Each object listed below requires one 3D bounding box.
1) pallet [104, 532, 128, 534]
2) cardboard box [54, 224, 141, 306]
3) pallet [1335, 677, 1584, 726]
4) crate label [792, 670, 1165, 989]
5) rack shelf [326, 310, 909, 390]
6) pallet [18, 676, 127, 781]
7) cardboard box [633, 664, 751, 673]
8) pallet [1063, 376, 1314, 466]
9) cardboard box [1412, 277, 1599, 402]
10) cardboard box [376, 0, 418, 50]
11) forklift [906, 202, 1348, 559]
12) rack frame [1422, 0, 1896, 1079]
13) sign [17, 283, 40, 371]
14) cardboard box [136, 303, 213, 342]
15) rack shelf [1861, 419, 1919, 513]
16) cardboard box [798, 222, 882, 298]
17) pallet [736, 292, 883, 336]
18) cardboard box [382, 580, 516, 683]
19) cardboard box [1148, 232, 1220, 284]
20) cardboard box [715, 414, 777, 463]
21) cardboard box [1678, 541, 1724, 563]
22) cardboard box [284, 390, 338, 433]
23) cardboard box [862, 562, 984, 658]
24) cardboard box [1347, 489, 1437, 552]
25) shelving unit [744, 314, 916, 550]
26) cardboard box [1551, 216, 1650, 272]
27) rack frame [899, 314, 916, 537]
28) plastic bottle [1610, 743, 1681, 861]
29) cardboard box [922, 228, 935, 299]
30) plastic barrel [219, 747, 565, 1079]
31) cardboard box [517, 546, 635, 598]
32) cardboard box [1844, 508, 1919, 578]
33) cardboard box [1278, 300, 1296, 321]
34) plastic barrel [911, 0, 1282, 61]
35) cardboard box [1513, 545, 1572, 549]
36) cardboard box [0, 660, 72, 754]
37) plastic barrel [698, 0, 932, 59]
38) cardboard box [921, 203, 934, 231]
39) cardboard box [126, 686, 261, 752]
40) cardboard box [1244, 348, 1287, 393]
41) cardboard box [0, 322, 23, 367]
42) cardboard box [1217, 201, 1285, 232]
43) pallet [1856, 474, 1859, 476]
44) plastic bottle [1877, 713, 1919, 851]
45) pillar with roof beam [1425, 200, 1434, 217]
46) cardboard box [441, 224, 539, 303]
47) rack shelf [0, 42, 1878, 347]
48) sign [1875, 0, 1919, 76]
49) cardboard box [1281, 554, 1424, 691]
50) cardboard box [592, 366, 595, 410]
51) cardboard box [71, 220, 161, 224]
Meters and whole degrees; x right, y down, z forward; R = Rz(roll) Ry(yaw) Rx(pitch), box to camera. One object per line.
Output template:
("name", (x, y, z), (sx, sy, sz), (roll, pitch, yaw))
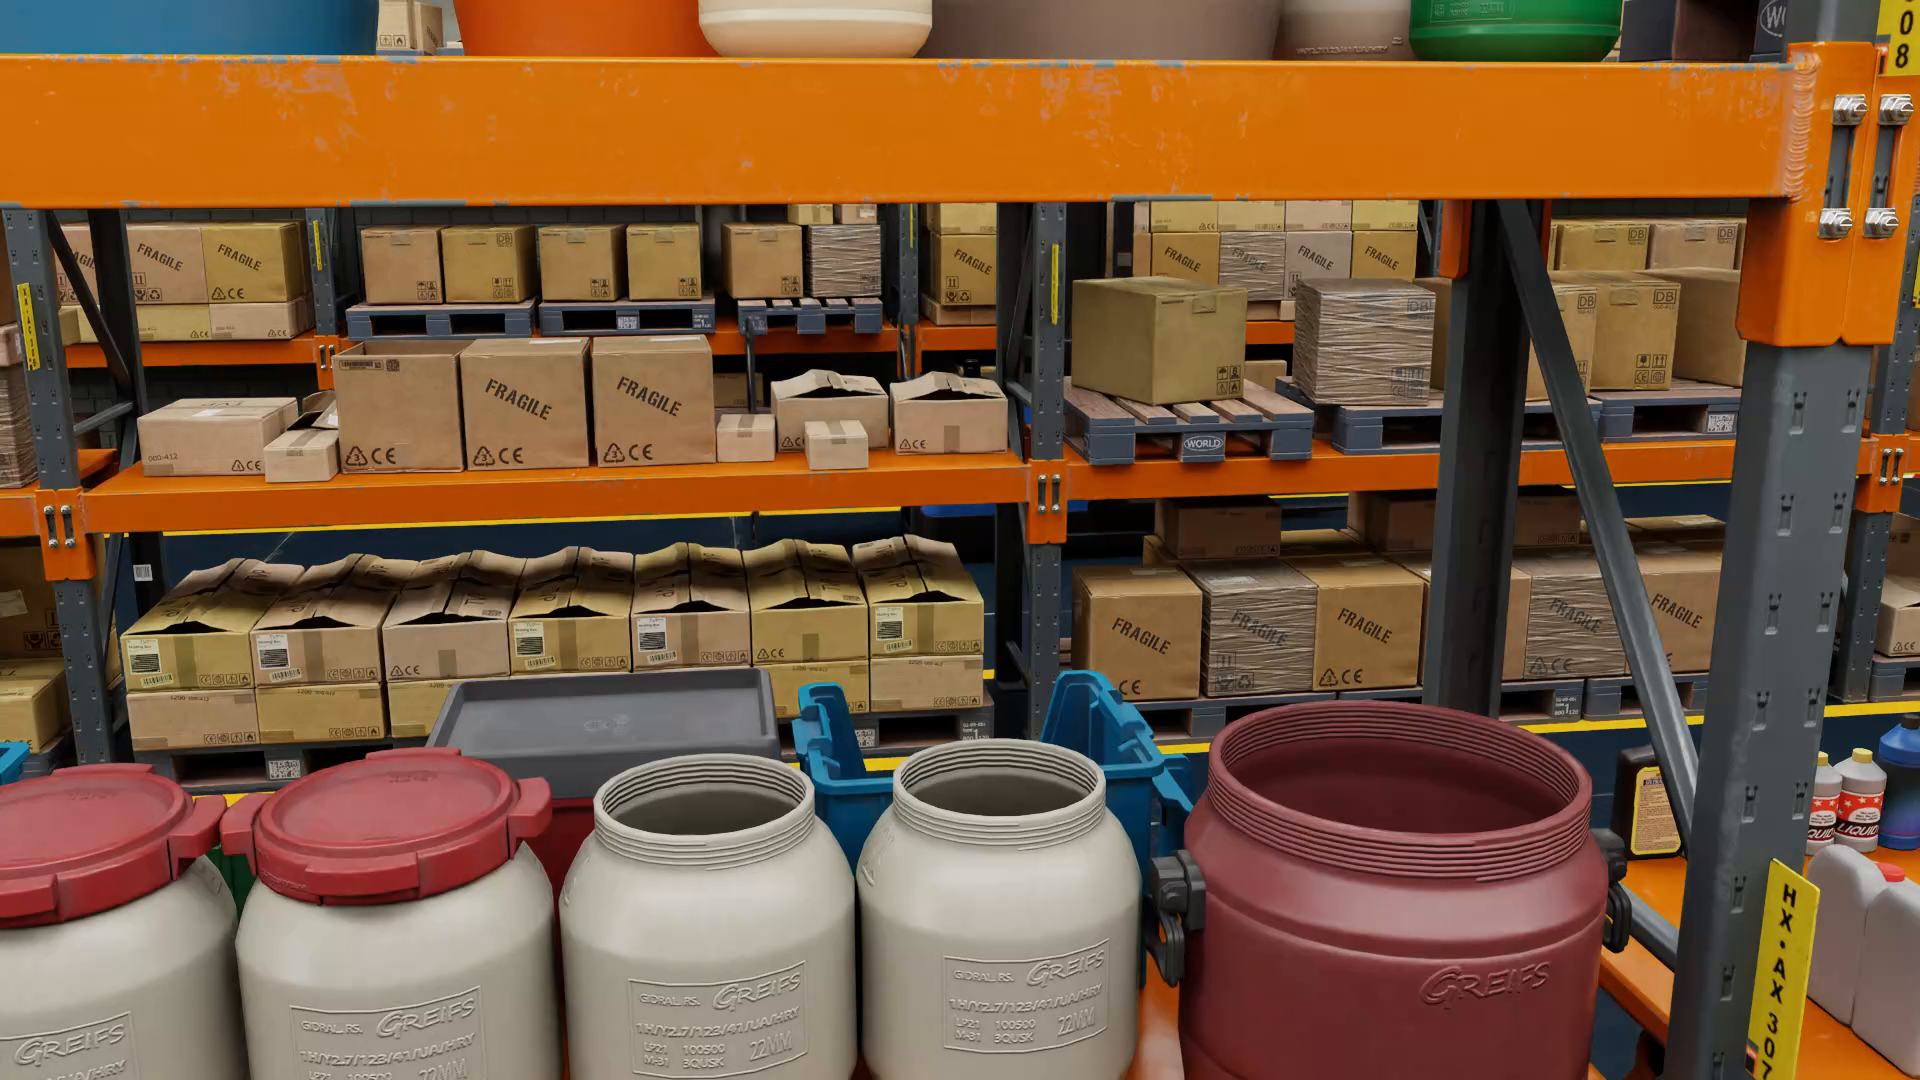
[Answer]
("pallet", (-6.257, -0.251, 11.790), (1.213, 0.211, 1.003), (-2, 14, -8))
("cardboard box", (-5.803, -1.856, 11.181), (0.500, 0.500, 0.500), (-3, 14, -10))
("pallet", (2.255, 0.656, 8.173), (1.213, 0.211, 1.003), (-2, 14, -8))
("crate label", (0.019, 0.510, 2.949), (0.616, 0.435, 0.502), (-2, 14, -8))
("rack shelf", (-2.412, -1.405, 12.138), (4.000, 0.370, 1.077), (-2, 14, -8))
("pallet", (-4.440, 0.881, 7.275), (1.213, 0.211, 1.003), (-2, 14, -8))
("cardboard box", (-1.183, 0.609, 7.415), (0.500, 0.250, 0.500), (-2, 14, -7))
("pallet", (0.967, -0.584, 7.778), (1.003, 0.211, 1.213), (-2, 14, -8))
("cardboard box", (2.525, -0.954, 7.789), (0.500, 0.500, 0.700), (-6, 15, -23))
("cardboard box", (-2.494, -2.117, 6.775), (0.500, 0.250, 0.500), (-4, 15, -14))
("forklift", (1.176, -1.451, 10.984), (3.031, 2.935, 1.130), (-3, 14, -10))
("rack frame", (1.042, 0.557, 2.834), (0.053, 2.616, 0.949), (-2, 14, -8))
("sign", (-3.564, -0.815, 6.364), (0.005, 0.325, 0.100), (-2, 14, -8))
("cardboard box", (-5.307, -1.513, 11.354), (0.500, 0.250, 0.500), (-2, 14, -8))
("rack shelf", (6.241, -0.504, 8.543), (4.000, 0.370, 1.077), (-2, 14, -8))
("cardboard box", (-0.897, -2.069, 12.196), (0.500, 0.500, 0.700), (-4, 15, -15))
("pallet", (-1.123, -1.682, 12.158), (1.003, 0.211, 1.213), (-2, 14, -8))
("cardboard box", (-2.195, 0.377, 7.190), (0.500, 0.311, 0.500), (-3, 14, -10))
("cardboard box", (1.608, -2.041, 12.334), (0.500, 0.500, 0.500), (-2, 14, -7))
("cardboard box", (-0.945, -0.454, 7.381), (0.250, 0.149, 0.380), (-1, 14, -4))
("cardboard box", (3.818, 0.306, 8.071), (0.500, 0.500, 0.500), (-2, 14, -9))
("cardboard box", (-2.806, -0.501, 7.330), (0.258, 0.266, 0.396), (-2, 14, -10))
("cardboard box", (-0.174, 0.301, 7.492), (0.500, 0.311, 0.500), (-2, 14, -7))
("cardboard box", (2.264, -0.132, 8.273), (0.500, 0.250, 0.500), (-2, 14, -9))
("shelving unit", (-0.847, -0.690, 10.889), (1.048, 1.500, 0.538), (-3, 14, -10))
("cardboard box", (4.783, -2.158, 13.044), (0.700, 0.700, 0.980), (-2, 14, -10))
("rack frame", (-0.347, -0.712, 10.976), (0.032, 1.500, 0.500), (-3, 14, -10))
("plastic bottle", (1.378, 0.496, 3.319), (0.133, 0.283, 0.061), (-2, 14, -8))
("cardboard box", (-0.006, -2.110, 12.610), (0.500, 0.500, 0.500), (-2, 14, -8))
("plastic barrel", (-0.781, 0.611, 2.339), (0.433, 0.535, 0.433), (0, 14, 0))
("cardboard box", (-1.785, 0.229, 7.780), (0.500, 0.311, 0.500), (-2, 14, -9))
("cardboard box", (4.784, 0.130, 8.772), (0.500, 0.500, 0.500), (-2, 14, -8))
("cardboard box", (2.468, -1.742, 12.478), (0.250, 0.149, 0.380), (-2, 14, -8))
("plastic barrel", (0.197, -1.164, 2.501), (0.600, 0.901, 0.600), (0, 14, 0))
("cardboard box", (2.727, 0.216, 8.429), (0.500, 0.500, 0.500), (-2, 14, -8))
("cardboard box", (-4.074, 0.709, 7.018), (0.500, 0.250, 0.500), (-2, 14, -8))
("plastic barrel", (-0.181, -0.729, 2.082), (0.301, 0.262, 0.301), (0, 14, 0))
("cardboard box", (-0.024, -2.472, 12.512), (0.500, 0.250, 0.500), (-2, 14, -7))
("cardboard box", (-3.212, 0.685, 7.115), (0.500, 0.250, 0.500), (-2, 14, -10))
("cardboard box", (2.019, -1.045, 12.778), (0.750, 0.750, 0.750), (-2, 14, -7))
("cardboard box", (-3.885, -0.792, 6.675), (0.250, 0.149, 0.380), (-2, 14, -8))
("cardboard box", (2.086, -2.425, 12.324), (0.500, 0.250, 0.500), (-2, 14, -7))
("pallet", (6.698, -0.716, 13.644), (1.213, 0.211, 1.003), (-2, 14, -8))
("plastic bottle", (1.916, 0.486, 3.381), (0.097, 0.271, 0.097), (0, 14, 0))
("pillar with roof beam", (4.726, -4.080, 8.990), (0.400, 9.000, 9.100), (-2, 14, -8))
("cardboard box", (-3.327, -1.972, 11.811), (0.500, 0.500, 0.700), (-1, 14, -3))
("rack shelf", (-0.936, -0.477, 2.271), (4.000, 0.370, 1.077), (-2, 14, -8))
("sign", (1.131, -0.716, 1.959), (0.005, 0.325, 0.100), (-2, 14, -8))
("cardboard box", (1.814, 0.379, 7.780), (0.500, 0.500, 0.500), (-2, 14, -9))
("cardboard box", (-2.715, -1.114, 12.189), (0.500, 0.250, 0.500), (-3, 14, -10))
("cardboard box", (-5.891, -1.981, 11.681), (0.500, 0.500, 0.500), (-2, 14, -7))
